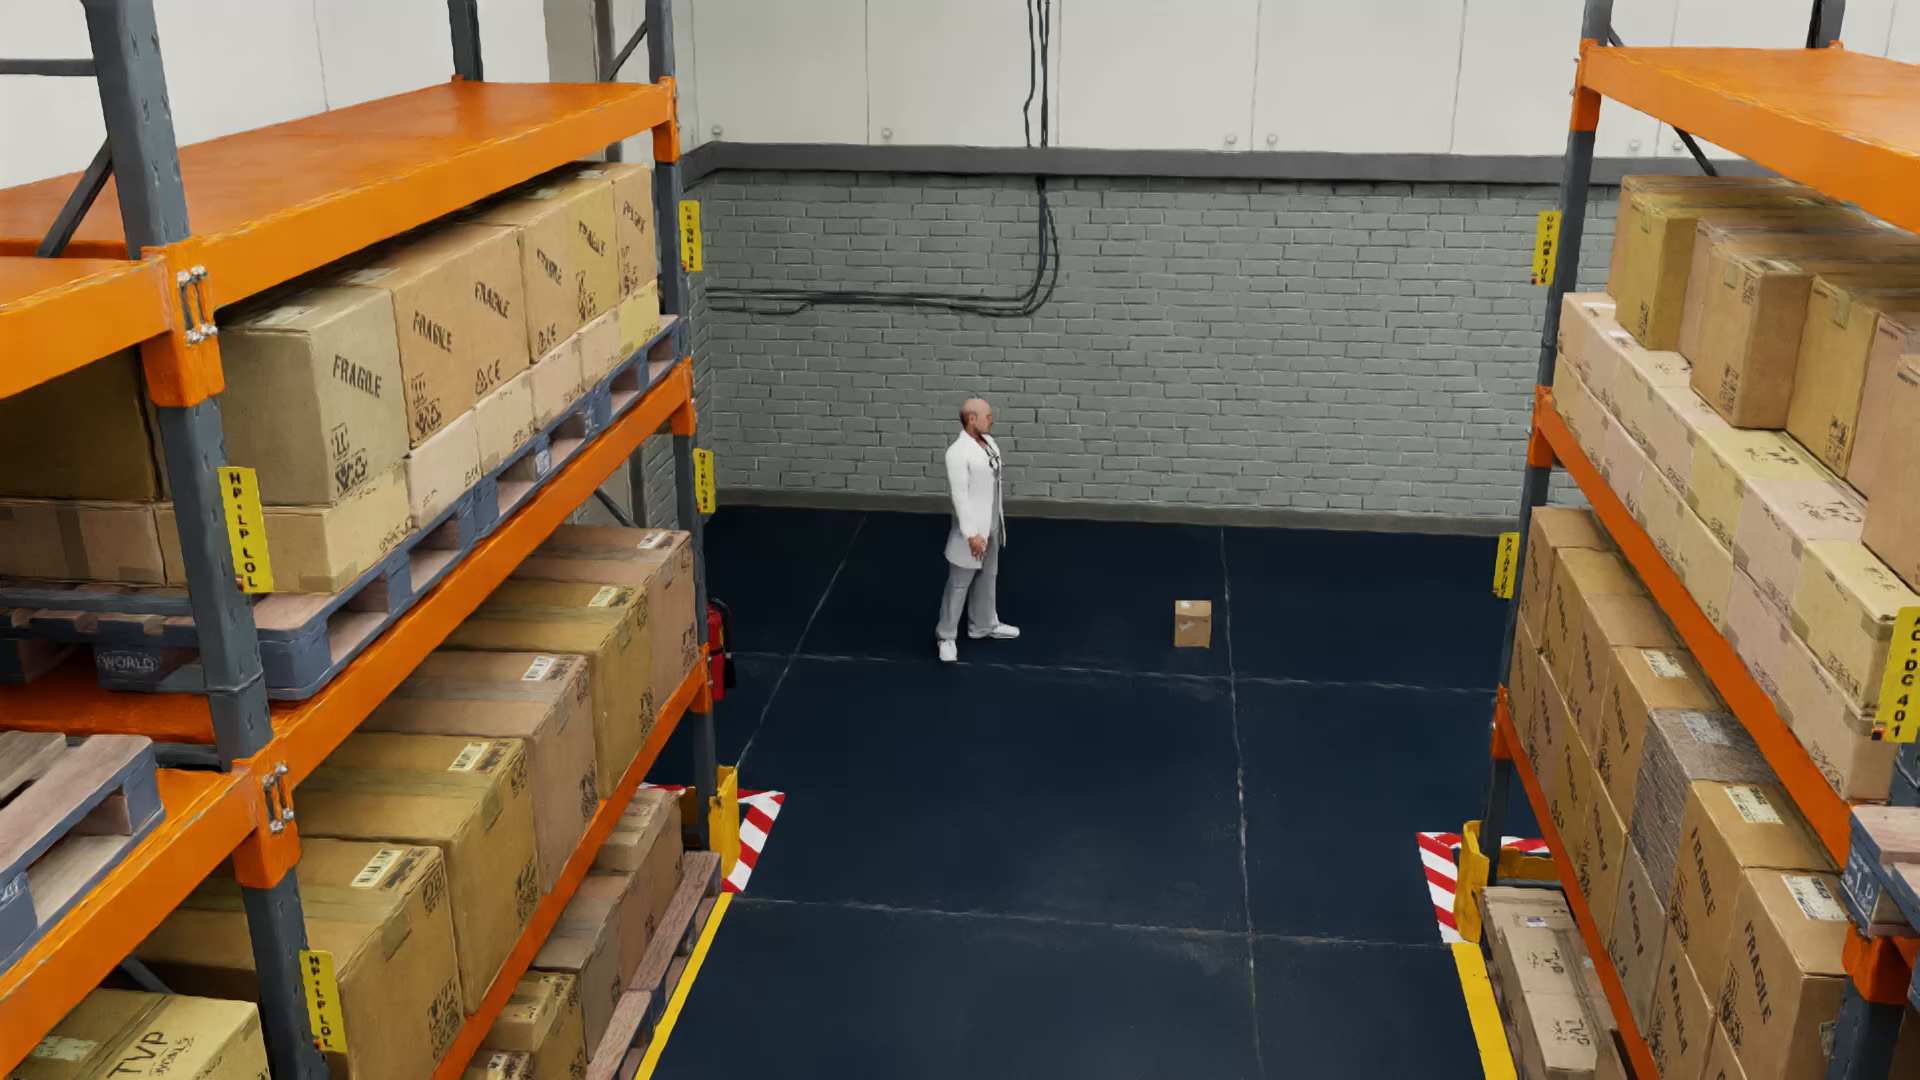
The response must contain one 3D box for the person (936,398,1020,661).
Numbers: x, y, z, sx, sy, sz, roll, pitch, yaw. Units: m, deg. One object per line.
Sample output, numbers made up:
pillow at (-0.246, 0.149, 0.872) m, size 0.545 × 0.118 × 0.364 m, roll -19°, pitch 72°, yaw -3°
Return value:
person at (0.085, -0.092, 11.290) m, size 0.440 × 1.785 × 0.717 m, roll 11°, pitch 24°, yaw 27°
